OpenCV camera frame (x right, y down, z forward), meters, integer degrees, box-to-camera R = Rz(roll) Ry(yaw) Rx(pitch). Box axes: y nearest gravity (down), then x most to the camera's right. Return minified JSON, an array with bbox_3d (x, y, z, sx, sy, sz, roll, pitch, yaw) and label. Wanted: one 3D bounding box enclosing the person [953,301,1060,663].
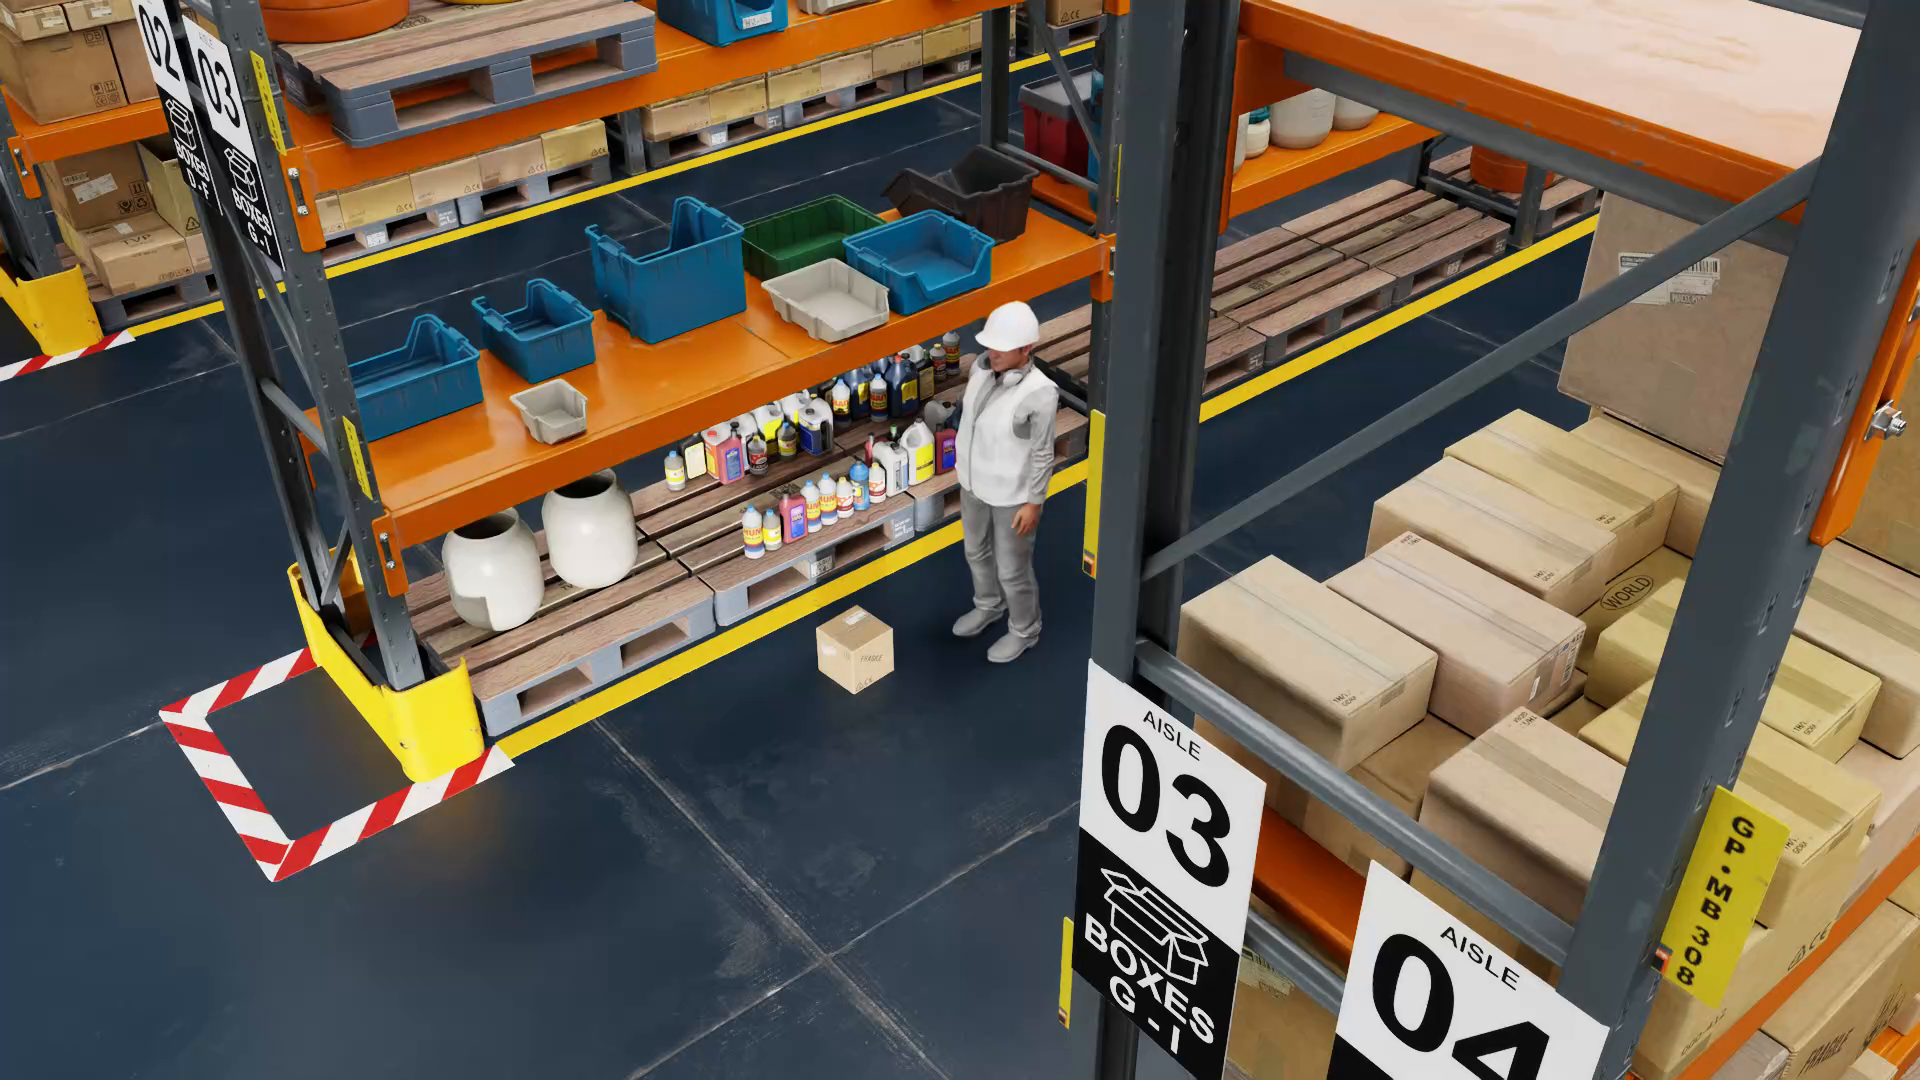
[{"bbox_3d":[0.193,-0.249,7.407,0.358,1.768,0.531,-25,43,-31],"label":"person"}]
